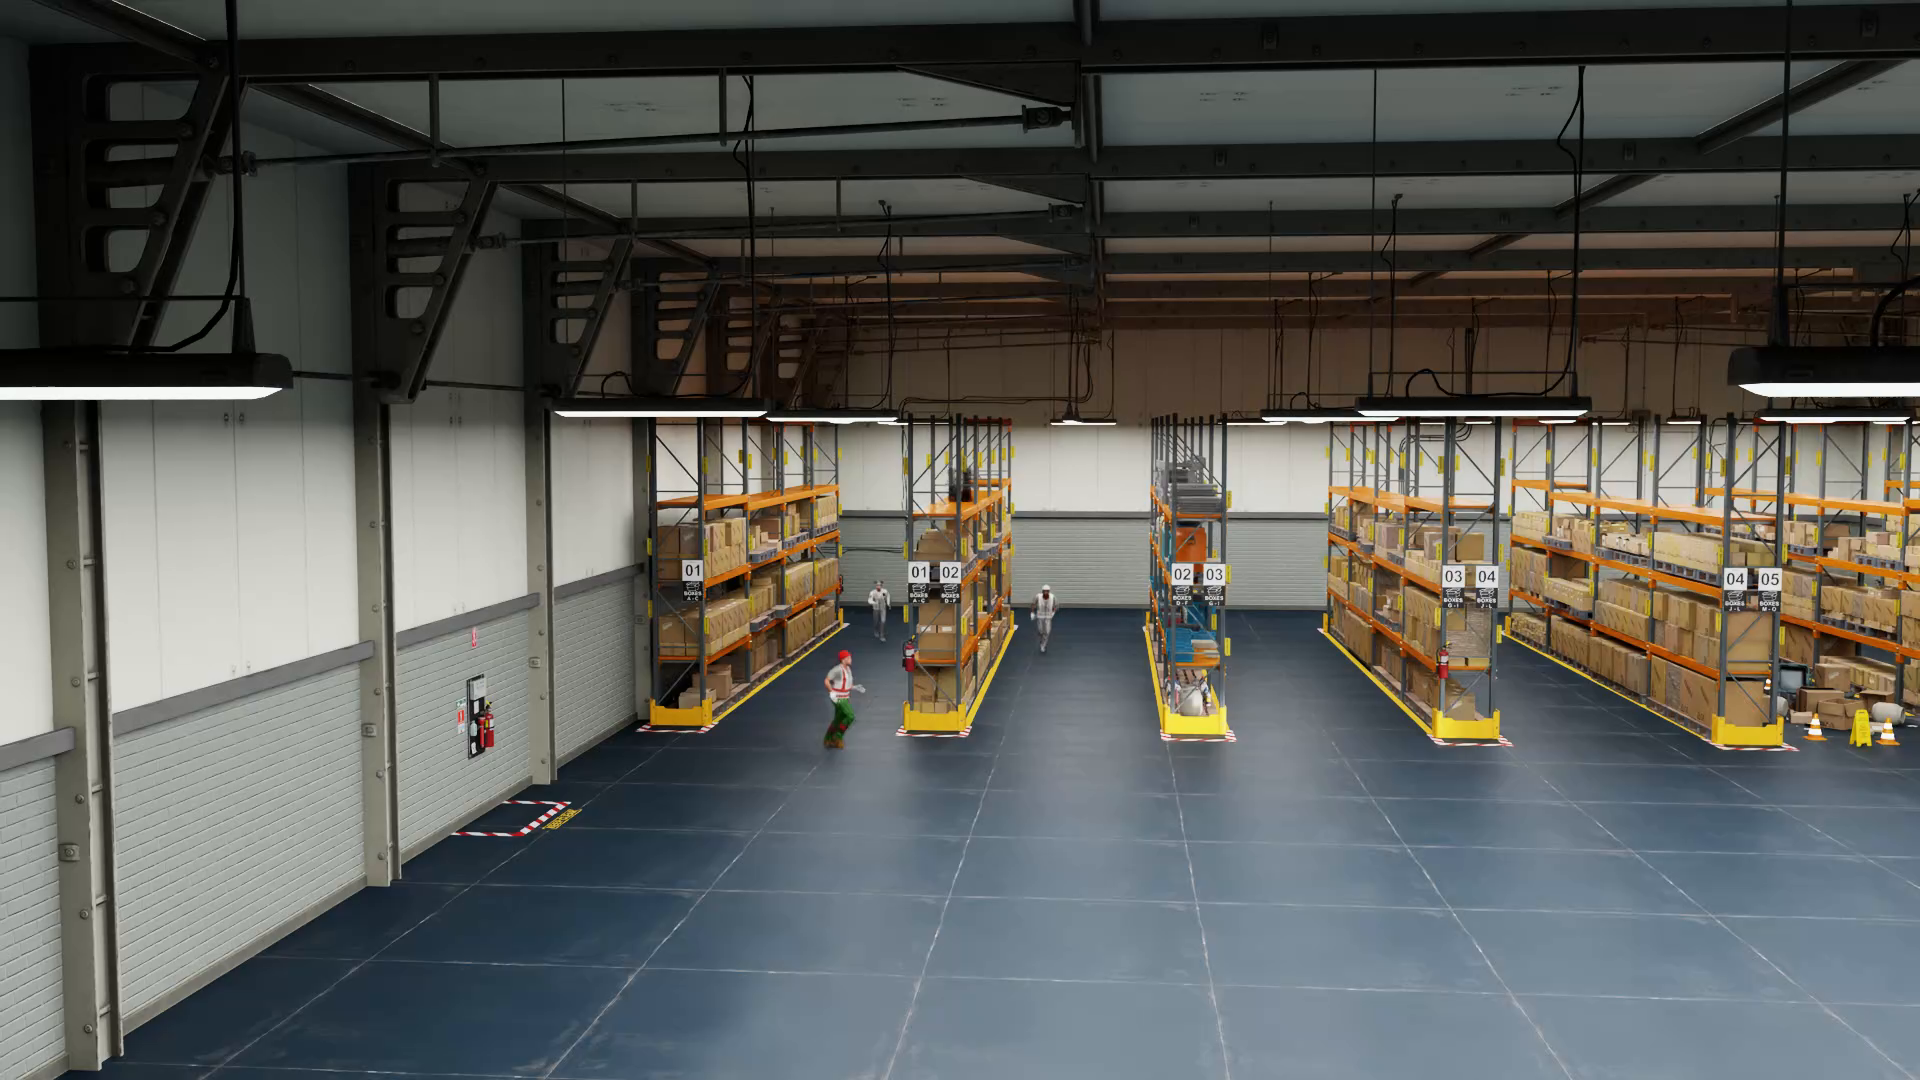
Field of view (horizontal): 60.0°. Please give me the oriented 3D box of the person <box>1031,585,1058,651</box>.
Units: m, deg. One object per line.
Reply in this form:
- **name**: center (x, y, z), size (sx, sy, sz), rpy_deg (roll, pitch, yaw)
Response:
- **person**: center (2.171, 1.994, 42.768), size (0.676, 1.710, 0.697), rpy_deg (-1, 4, -9)

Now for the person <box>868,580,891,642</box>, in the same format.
- **person**: center (-2.175, 1.889, 44.776), size (0.612, 1.661, 0.939), rpy_deg (0, 4, -6)

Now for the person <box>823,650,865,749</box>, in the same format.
- **person**: center (-2.118, 2.853, 29.761), size (0.774, 1.772, 0.614), rpy_deg (1, 4, 20)
